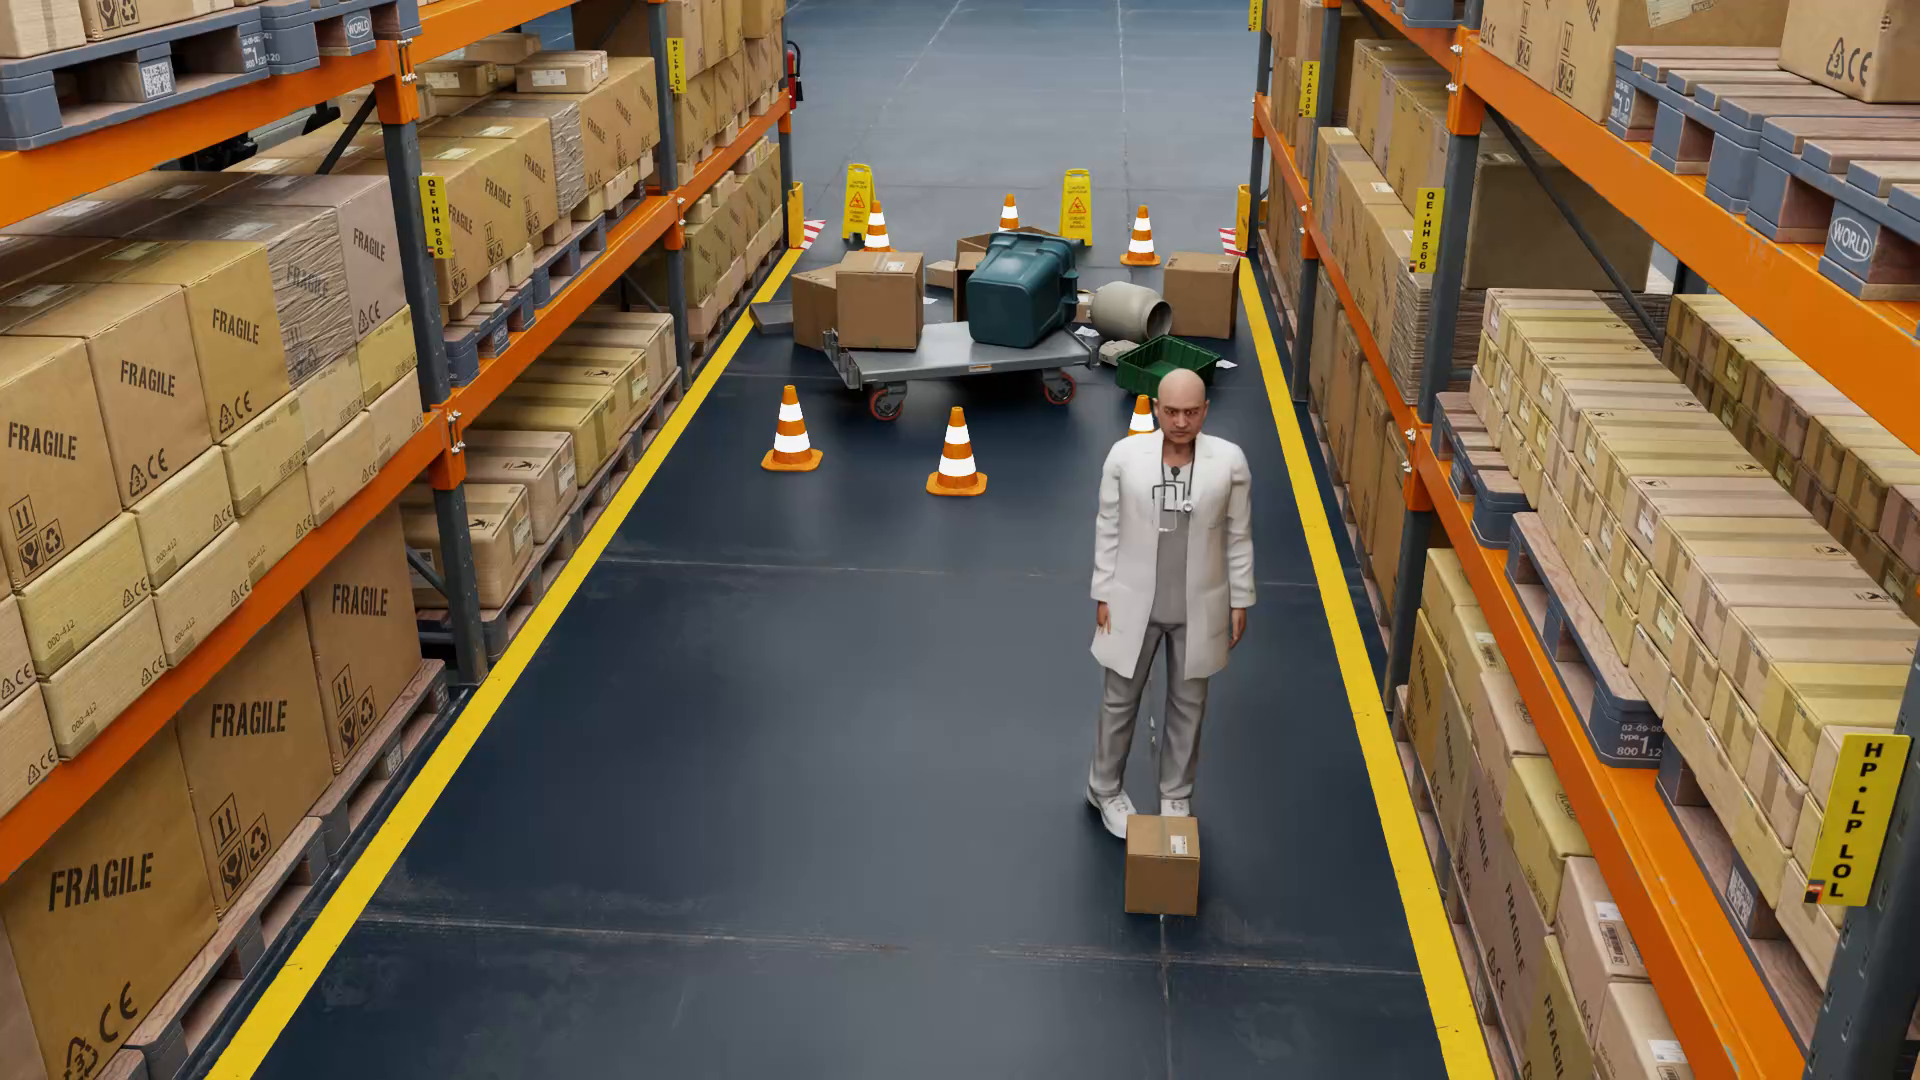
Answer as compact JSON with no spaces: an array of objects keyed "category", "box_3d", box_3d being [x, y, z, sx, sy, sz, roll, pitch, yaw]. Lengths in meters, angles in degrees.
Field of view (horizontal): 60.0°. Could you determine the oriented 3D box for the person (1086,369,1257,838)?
[{"category":"person","box_3d":[0.775,0.254,6.049,0.606,1.789,0.386,2,24,5]}]
